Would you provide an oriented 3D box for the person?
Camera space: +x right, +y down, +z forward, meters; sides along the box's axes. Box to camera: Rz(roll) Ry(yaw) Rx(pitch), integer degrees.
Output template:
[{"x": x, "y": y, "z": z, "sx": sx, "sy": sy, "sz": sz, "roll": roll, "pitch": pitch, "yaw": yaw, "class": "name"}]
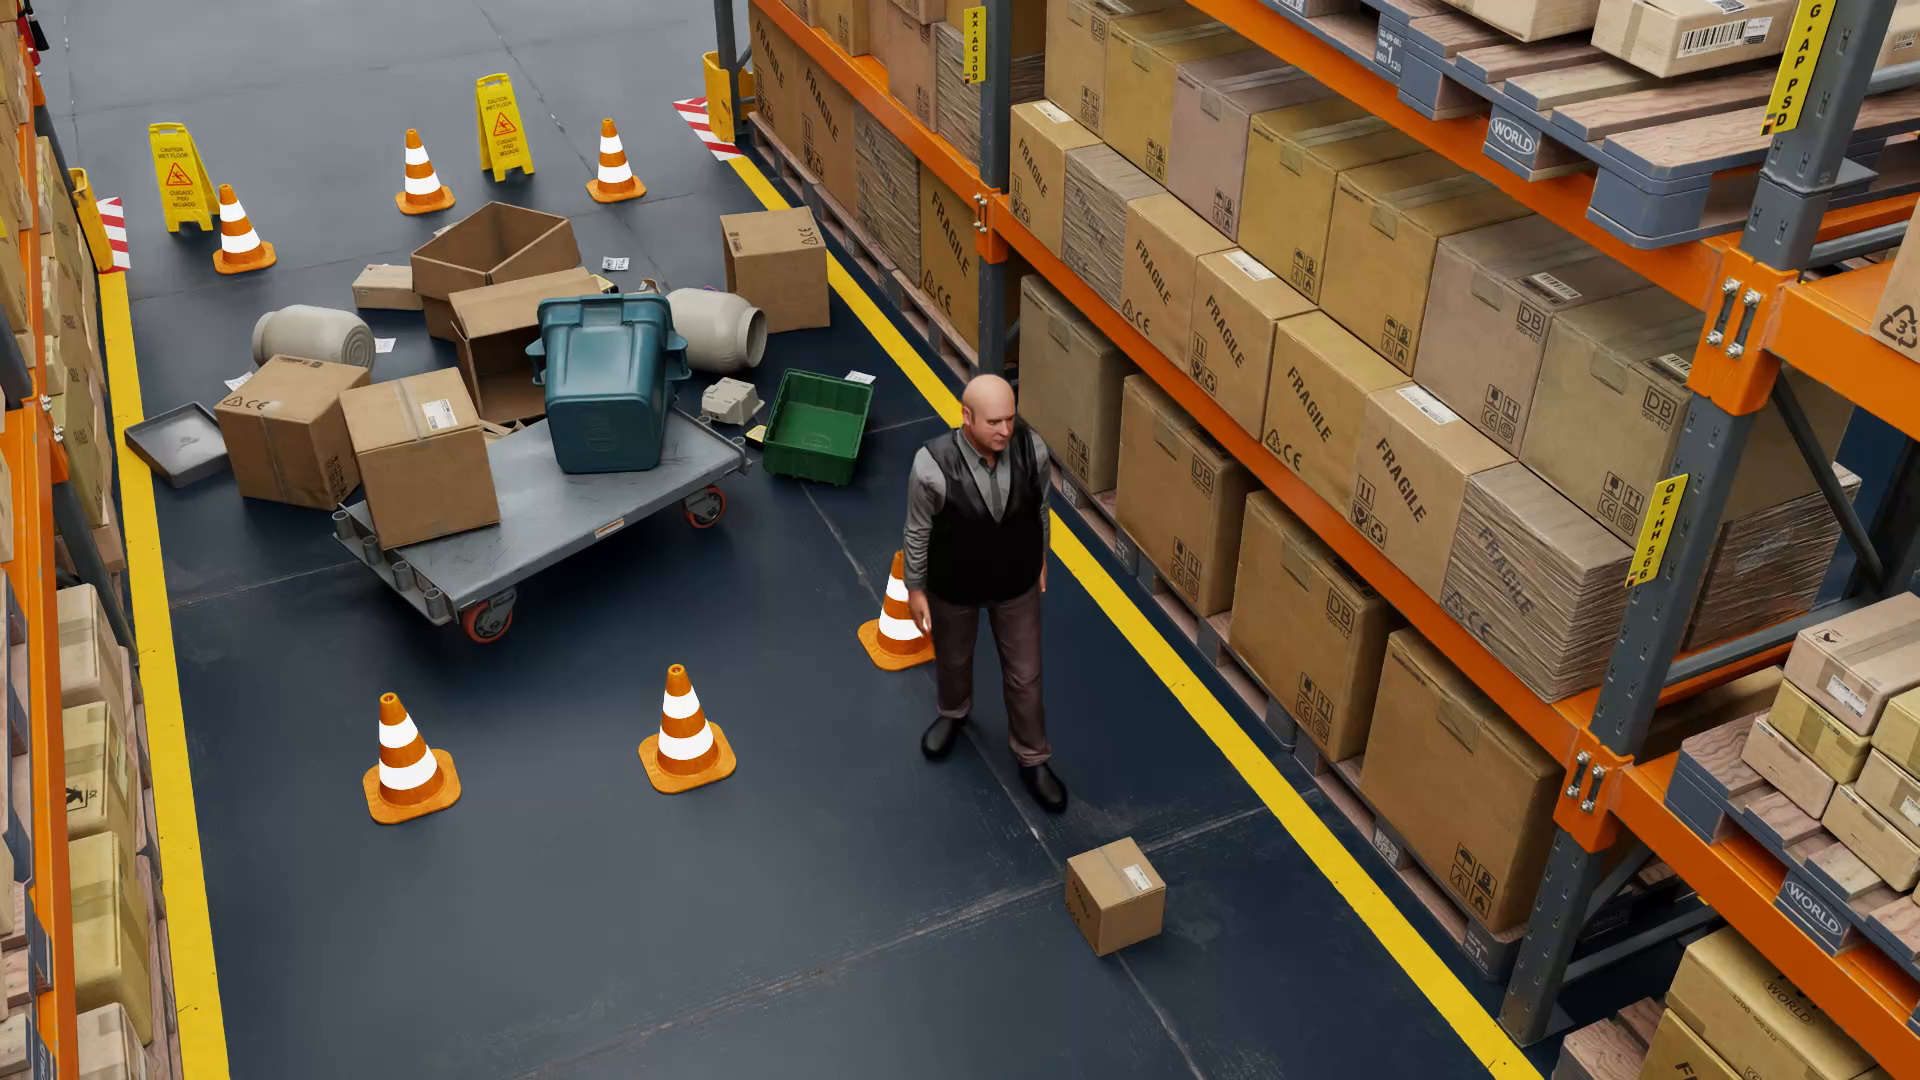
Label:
[{"x": 0.067, "y": 0.119, "z": 5.961, "sx": 0.563, "sy": 1.663, "sz": 0.501, "roll": -8, "pitch": 38, "yaw": -10, "class": "person"}]
